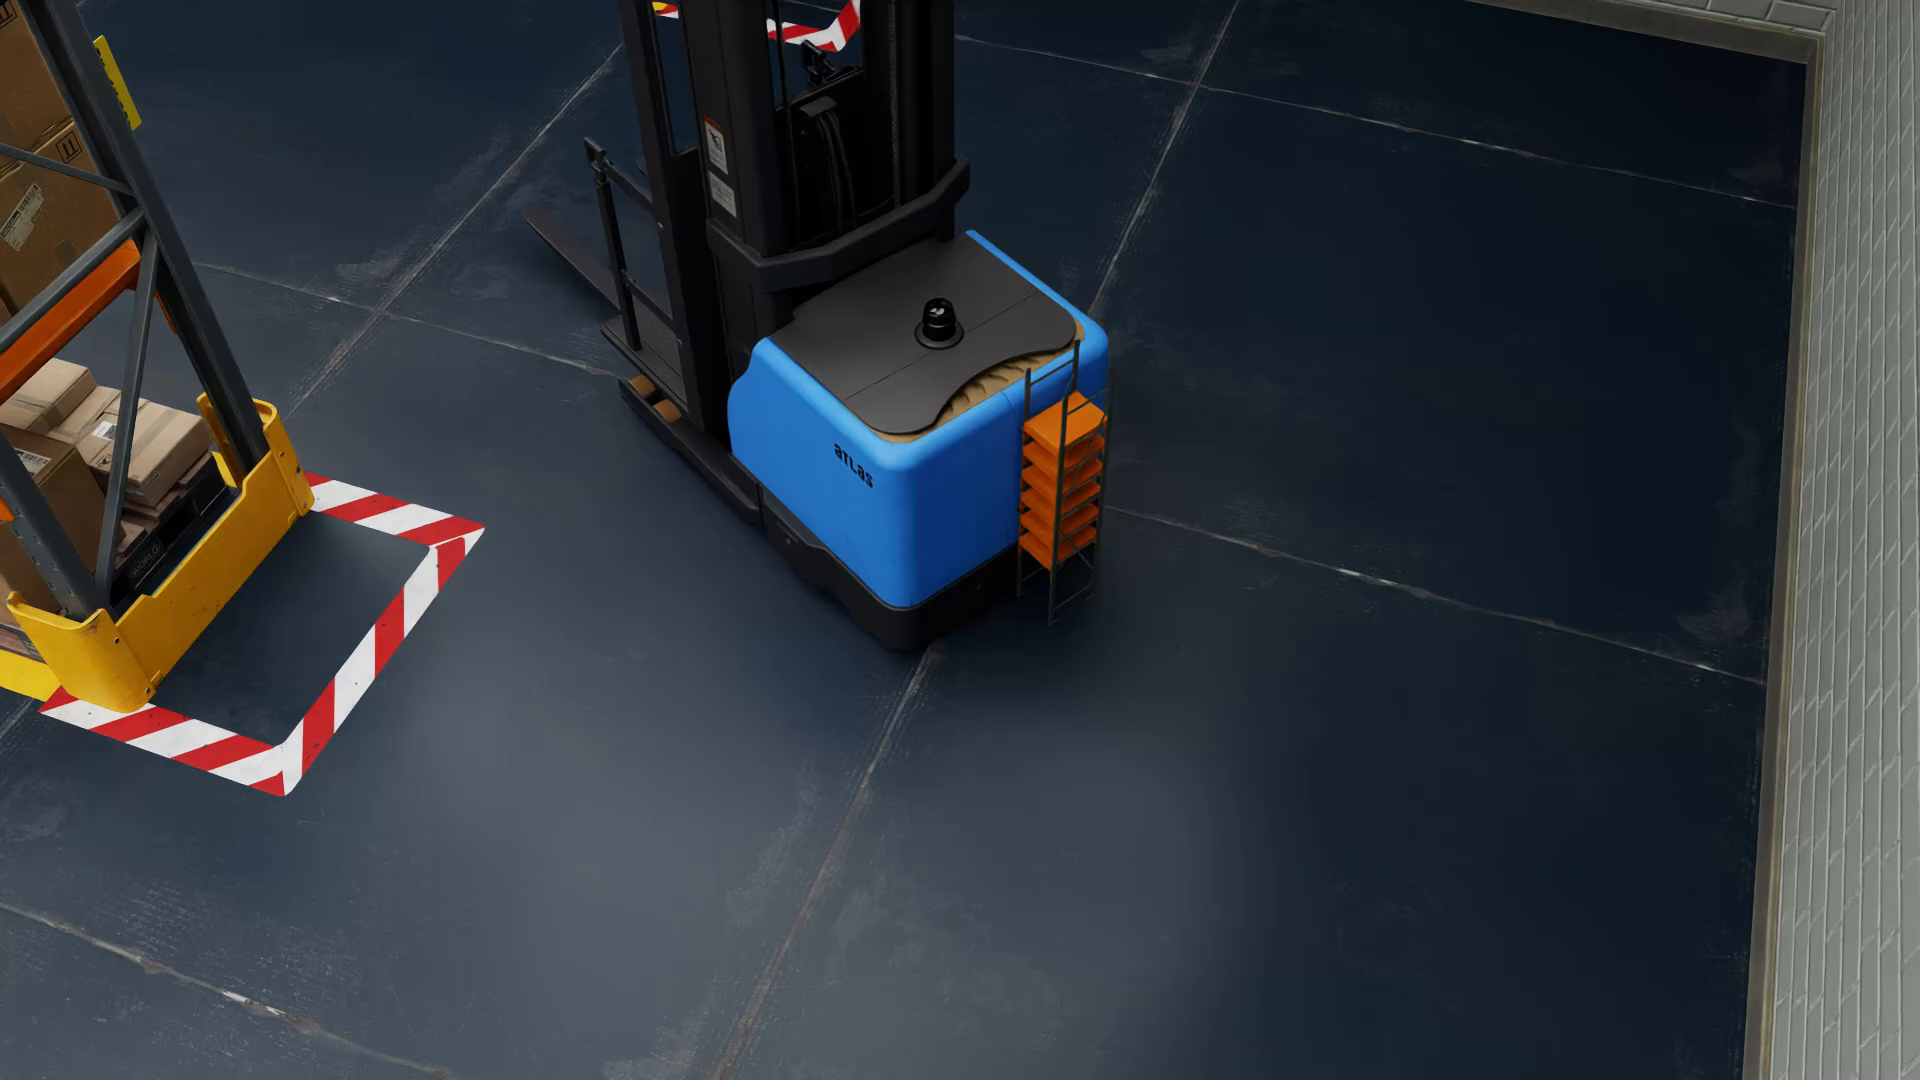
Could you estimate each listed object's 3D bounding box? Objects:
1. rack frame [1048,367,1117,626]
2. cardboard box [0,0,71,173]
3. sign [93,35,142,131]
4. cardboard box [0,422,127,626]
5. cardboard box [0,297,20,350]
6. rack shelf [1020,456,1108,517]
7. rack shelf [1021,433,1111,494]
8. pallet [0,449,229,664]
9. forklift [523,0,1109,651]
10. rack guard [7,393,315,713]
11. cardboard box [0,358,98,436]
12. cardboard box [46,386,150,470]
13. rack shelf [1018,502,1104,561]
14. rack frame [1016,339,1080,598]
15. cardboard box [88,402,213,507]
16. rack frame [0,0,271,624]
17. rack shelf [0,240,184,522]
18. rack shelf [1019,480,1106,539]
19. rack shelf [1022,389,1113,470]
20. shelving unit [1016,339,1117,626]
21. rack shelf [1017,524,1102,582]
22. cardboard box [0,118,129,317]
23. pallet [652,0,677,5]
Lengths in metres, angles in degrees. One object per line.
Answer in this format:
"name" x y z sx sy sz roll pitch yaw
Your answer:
"rack frame" 0.429 -0.123 5.929 0.240 1.200 0.006 -32 56 -25
"cardboard box" -3.219 -1.438 5.150 0.500 0.500 0.500 17 51 14
"sign" -2.706 -1.443 5.309 0.005 0.325 0.100 16 51 13
"cardboard box" -3.490 -0.068 6.054 0.500 0.500 0.500 16 51 13
"cardboard box" -3.409 -0.732 5.200 0.500 0.500 0.500 17 51 14
"rack shelf" 0.370 -0.226 5.918 0.258 0.103 0.180 -32 56 -25
"rack shelf" 0.370 -0.304 5.827 0.258 0.103 0.180 -32 56 -25
"pallet" -3.714 -0.089 6.555 1.213 0.211 1.003 16 51 13
"forklift" -0.785 -1.602 6.066 1.130 2.935 3.031 -32 56 -25
"rack guard" -2.966 0.024 6.265 0.348 0.500 1.175 16 51 13
"cardboard box" -3.775 -0.493 6.587 0.500 0.250 0.500 16 51 13
"cardboard box" -3.402 -0.410 6.570 0.250 0.166 0.380 16 51 13
"rack shelf" 0.370 -0.068 6.099 0.258 0.103 0.180 -32 56 -25
"rack frame" 0.312 -0.229 6.021 0.240 1.200 0.006 -32 56 -25
"cardboard box" -3.168 -0.338 6.520 0.250 0.149 0.380 16 51 13
"rack frame" -2.894 -0.775 5.303 0.127 3.000 1.000 16 51 13
"rack shelf" -4.770 -1.063 6.029 4.000 0.370 1.077 16 51 13
"rack shelf" 0.370 -0.147 6.009 0.258 0.103 0.180 -32 56 -25
"rack shelf" 0.370 -0.383 5.737 0.258 0.103 0.180 -32 56 -25
"shelving unit" 0.370 -0.176 5.975 0.258 1.200 0.189 -32 56 -25
"rack shelf" 0.370 0.010 6.190 0.258 0.103 0.180 -32 56 -25
"cardboard box" -3.219 -1.111 5.528 0.500 0.500 0.500 17 51 14
"pallet" -1.958 -3.528 9.535 1.213 0.211 1.003 16 51 13
